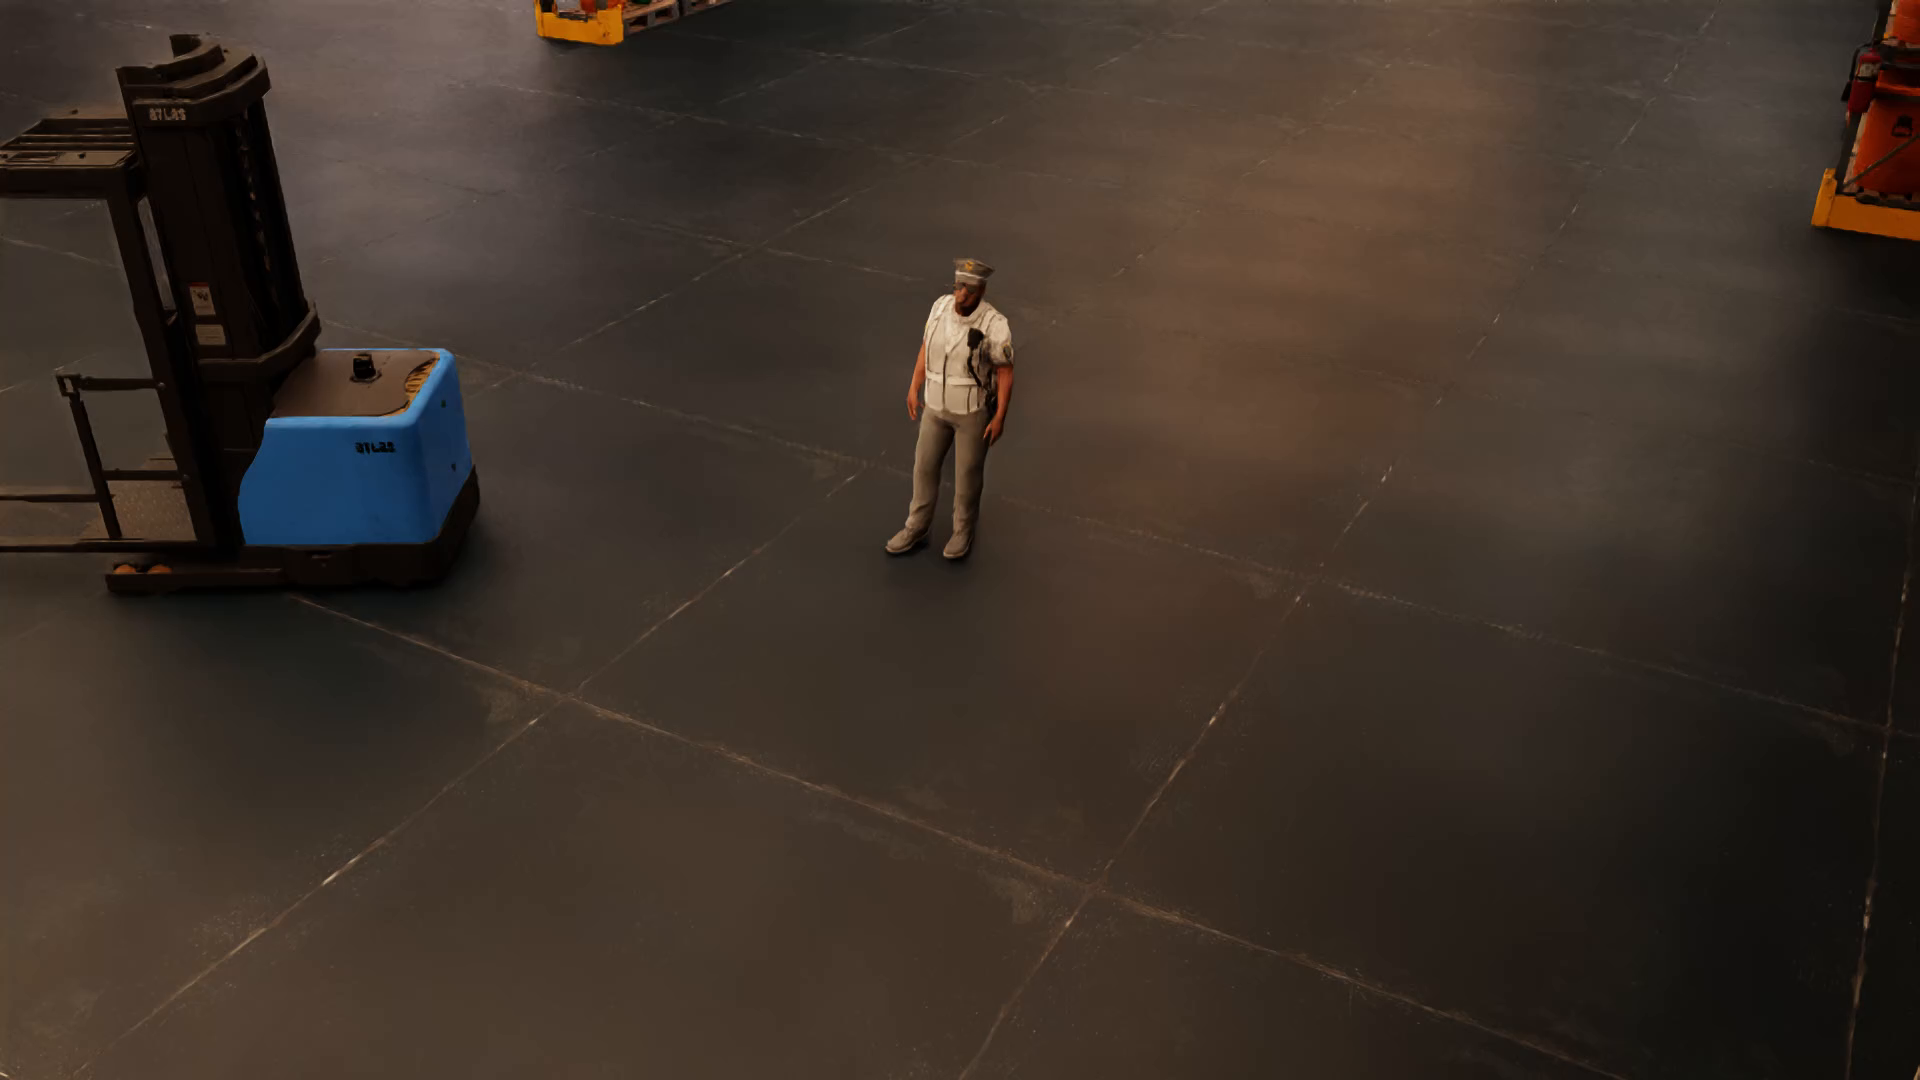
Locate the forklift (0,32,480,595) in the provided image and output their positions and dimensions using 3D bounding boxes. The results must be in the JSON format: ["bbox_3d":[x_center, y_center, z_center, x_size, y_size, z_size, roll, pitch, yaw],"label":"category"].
[{"bbox_3d":[-4.473,-1.225,9.193,3.031,2.935,1.130,-1,30,-1],"label":"forklift"}]

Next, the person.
[{"bbox_3d":[-0.048,-0.748,9.499,0.640,1.781,0.574,15,33,25],"label":"person"}]
